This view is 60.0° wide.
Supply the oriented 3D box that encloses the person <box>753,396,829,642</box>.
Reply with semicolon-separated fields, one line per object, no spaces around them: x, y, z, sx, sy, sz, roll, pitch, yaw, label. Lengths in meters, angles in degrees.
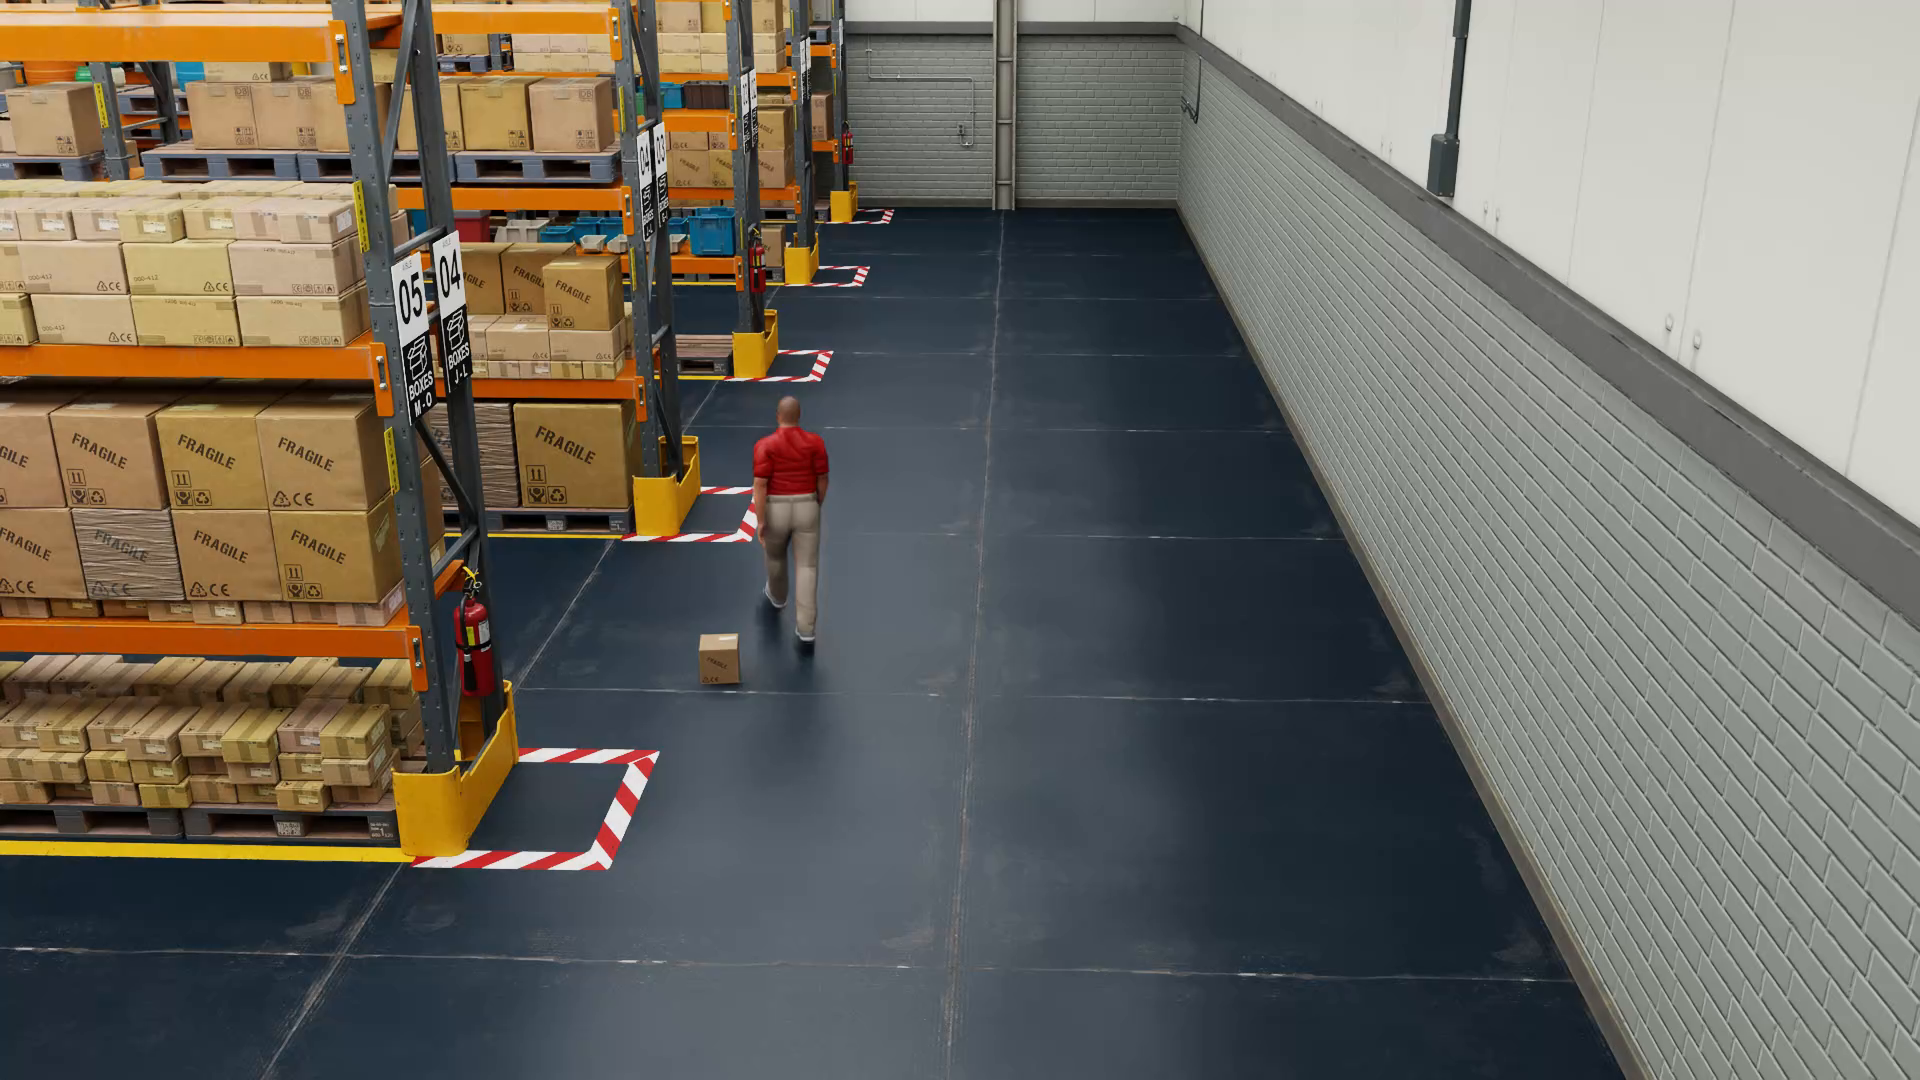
-1.175;-0.204;11.654;0.534;1.659;1.088;-3;21;-7;person
